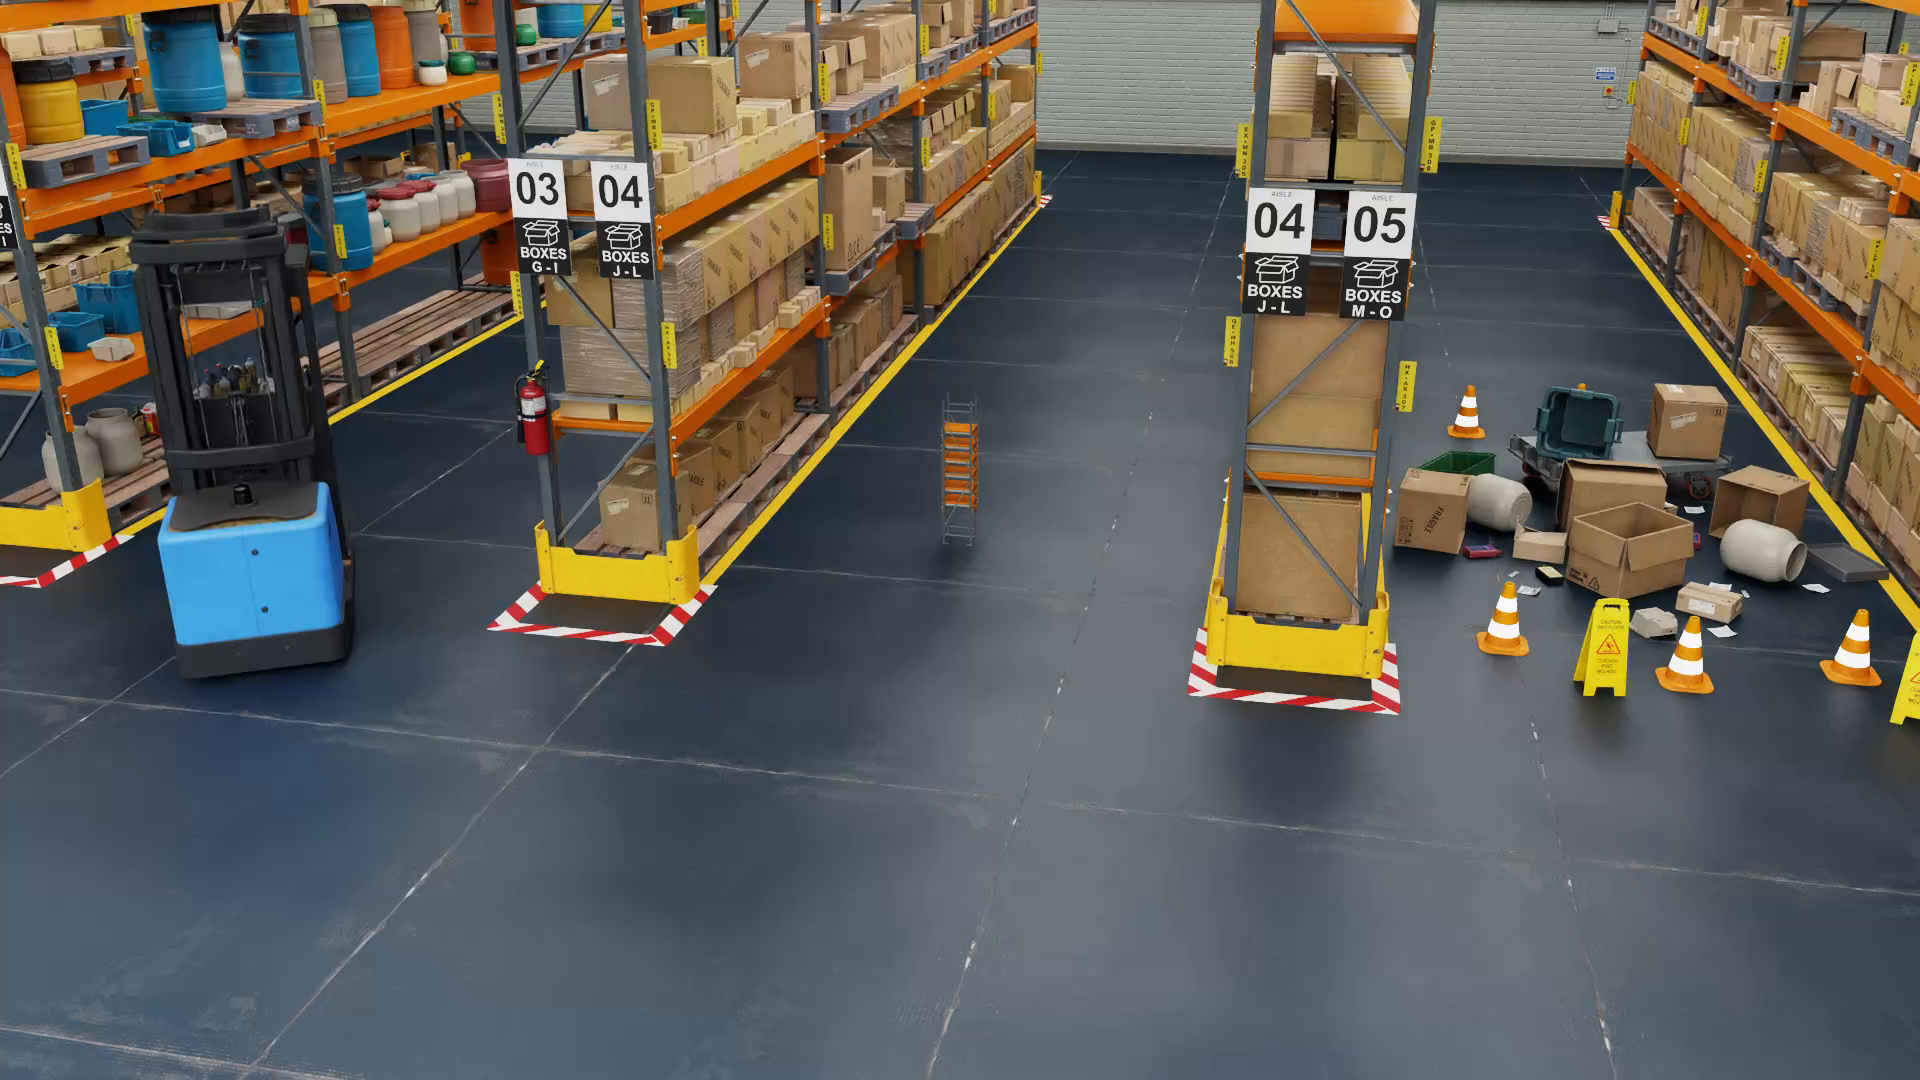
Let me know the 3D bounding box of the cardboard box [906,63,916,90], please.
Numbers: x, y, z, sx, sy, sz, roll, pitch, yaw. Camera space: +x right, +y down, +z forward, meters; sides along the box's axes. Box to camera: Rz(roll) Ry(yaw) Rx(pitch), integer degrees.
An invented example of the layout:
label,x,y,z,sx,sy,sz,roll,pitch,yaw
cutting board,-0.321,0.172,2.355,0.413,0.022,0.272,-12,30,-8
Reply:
label,x,y,z,sx,sy,sz,roll,pitch,yaw
cardboard box,-0.782,-5.047,18.086,0.500,0.250,0.500,5,22,11

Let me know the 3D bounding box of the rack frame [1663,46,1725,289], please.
label,x,y,z,sx,sy,sz,roll,pitch,yaw
rack frame,9.592,-4.625,20.853,1.000,3.000,0.127,4,22,11

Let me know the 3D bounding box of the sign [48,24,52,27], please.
label,x,y,z,sx,sy,sz,roll,pitch,yaw
sign,-11.153,-6.348,20.422,0.100,0.325,0.005,4,22,11

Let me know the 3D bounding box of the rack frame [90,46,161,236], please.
label,x,y,z,sx,sy,sz,roll,pitch,yaw
rack frame,-10.623,-4.674,20.975,1.000,3.000,0.127,4,22,11

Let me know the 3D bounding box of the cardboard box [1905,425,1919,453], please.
label,x,y,z,sx,sy,sz,roll,pitch,yaw
cardboard box,7.336,-0.744,12.463,0.380,0.149,0.250,6,23,14

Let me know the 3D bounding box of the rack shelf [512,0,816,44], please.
label,x,y,z,sx,sy,sz,roll,pitch,yaw
rack shelf,-2.150,-4.171,12.662,1.077,0.370,4.000,4,22,11

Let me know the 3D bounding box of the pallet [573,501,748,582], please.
label,x,y,z,sx,sy,sz,roll,pitch,yaw
pallet,-2.342,-0.021,13.153,1.003,0.211,1.213,4,22,11

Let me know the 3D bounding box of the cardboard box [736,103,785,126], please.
label,x,y,z,sx,sy,sz,roll,pitch,yaw
cardboard box,-1.667,-3.529,13.782,0.380,0.149,0.250,4,22,9

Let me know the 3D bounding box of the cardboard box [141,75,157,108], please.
label,x,y,z,sx,sy,sz,roll,pitch,yaw
cardboard box,-14.072,-7.661,27.990,0.980,0.700,0.700,4,22,10

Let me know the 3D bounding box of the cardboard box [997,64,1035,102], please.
label,x,y,z,sx,sy,sz,roll,pitch,yaw
cardboard box,0.865,-7.062,25.701,0.500,0.500,0.500,5,22,12

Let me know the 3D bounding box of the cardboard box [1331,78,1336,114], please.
label,x,y,z,sx,sy,sz,roll,pitch,yaw
cardboard box,3.081,-3.873,14.476,0.500,0.250,0.500,5,22,11

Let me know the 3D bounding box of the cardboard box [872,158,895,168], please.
label,x,y,z,sx,sy,sz,roll,pitch,yaw
cardboard box,-0.997,-3.958,18.501,0.500,0.500,0.500,2,22,4

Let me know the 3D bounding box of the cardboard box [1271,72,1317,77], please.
label,x,y,z,sx,sy,sz,roll,pitch,yaw
cardboard box,2.428,-3.353,12.252,0.380,0.149,0.250,4,22,11

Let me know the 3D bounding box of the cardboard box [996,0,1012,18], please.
label,x,y,z,sx,sy,sz,roll,pitch,yaw
cardboard box,0.351,-7.727,23.710,0.700,0.500,0.500,5,23,13

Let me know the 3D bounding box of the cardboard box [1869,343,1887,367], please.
label,x,y,z,sx,sy,sz,roll,pitch,yaw
cardboard box,7.581,-1.492,13.410,0.380,0.149,0.250,4,22,11

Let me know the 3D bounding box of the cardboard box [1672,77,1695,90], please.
label,x,y,z,sx,sy,sz,roll,pitch,yaw
cardboard box,9.666,-6.036,22.015,0.380,0.149,0.250,4,22,10

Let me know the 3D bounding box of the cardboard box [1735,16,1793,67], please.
label,x,y,z,sx,sy,sz,roll,pitch,yaw
cardboard box,8.852,-5.462,18.218,0.500,0.500,0.500,5,22,11

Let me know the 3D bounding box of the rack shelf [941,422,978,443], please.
label,x,y,z,sx,sy,sz,roll,pitch,yaw
rack shelf,-0.003,-0.844,13.029,0.258,0.103,0.180,4,22,11

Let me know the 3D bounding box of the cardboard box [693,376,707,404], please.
label,x,y,z,sx,sy,sz,roll,pitch,yaw
cardboard box,-2.131,-1.142,12.540,0.380,0.149,0.250,4,22,11

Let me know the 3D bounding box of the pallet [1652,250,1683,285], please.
label,x,y,z,sx,sy,sz,roll,pitch,yaw
pallet,9.824,-3.604,22.050,1.003,0.211,1.213,4,22,11

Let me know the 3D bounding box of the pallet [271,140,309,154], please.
label,x,y,z,sx,sy,sz,roll,pitch,yaw
pallet,-10.076,-5.764,23.938,1.003,0.211,1.213,4,22,11

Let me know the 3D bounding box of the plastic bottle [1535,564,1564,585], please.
label,x,y,z,sx,sy,sz,roll,pitch,yaw
plastic bottle,4.474,0.257,12.663,0.133,0.061,0.283,-3,22,-8

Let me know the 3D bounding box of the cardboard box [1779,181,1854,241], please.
label,x,y,z,sx,sy,sz,roll,pitch,yaw
cardboard box,8.358,-3.203,16.229,0.500,0.500,0.500,6,23,14

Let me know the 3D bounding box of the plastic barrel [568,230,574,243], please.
label,x,y,z,sx,sy,sz,roll,pitch,yaw
plastic barrel,-5.433,-4.143,22.423,0.421,0.512,0.421,0,22,0

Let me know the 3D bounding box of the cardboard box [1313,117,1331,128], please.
label,x,y,z,sx,sy,sz,roll,pitch,yaw
cardboard box,2.206,-2.661,11.068,0.500,0.250,0.500,5,22,11

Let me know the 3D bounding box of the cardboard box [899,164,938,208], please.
label,x,y,z,sx,sy,sz,roll,pitch,yaw
cardboard box,-0.560,-4.121,19.468,0.500,0.500,0.500,5,22,12

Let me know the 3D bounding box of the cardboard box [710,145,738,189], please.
label,x,y,z,sx,sy,sz,roll,pitch,yaw
cardboard box,-2.002,-2.840,12.607,0.500,0.250,0.500,4,22,11

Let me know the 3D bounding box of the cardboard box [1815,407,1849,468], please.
label,x,y,z,sx,sy,sz,roll,pitch,yaw
cardboard box,8.064,-0.867,14.478,0.950,0.372,0.625,5,22,12

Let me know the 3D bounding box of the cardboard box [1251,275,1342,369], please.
label,x,y,z,sx,sy,sz,roll,pitch,yaw
cardboard box,2.413,-1.488,11.418,0.875,0.550,0.550,4,22,11

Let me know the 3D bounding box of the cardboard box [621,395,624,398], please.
label,x,y,z,sx,sy,sz,roll,pitch,yaw
cardboard box,-2.650,-1.087,12.403,0.380,0.149,0.250,4,22,11

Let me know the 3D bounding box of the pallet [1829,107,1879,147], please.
label,x,y,z,sx,sy,sz,roll,pitch,yaw
pallet,8.399,-3.601,14.546,1.213,0.211,1.003,4,22,11

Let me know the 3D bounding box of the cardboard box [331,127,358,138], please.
label,x,y,z,sx,sy,sz,roll,pitch,yaw
cardboard box,-9.436,-6.349,25.000,0.500,0.500,0.500,5,22,12

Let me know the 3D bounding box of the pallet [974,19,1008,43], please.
label,x,y,z,sx,sy,sz,roll,pitch,yaw
pallet,0.068,-7.029,22.926,1.003,0.211,1.213,4,22,11

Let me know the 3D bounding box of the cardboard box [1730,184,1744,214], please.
label,x,y,z,sx,sy,sz,roll,pitch,yaw
cardboard box,8.727,-3.709,18.109,0.500,0.250,0.500,4,22,10

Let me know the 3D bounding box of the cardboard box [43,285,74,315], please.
label,x,y,z,sx,sy,sz,roll,pitch,yaw
cardboard box,-10.801,-2.822,19.494,0.500,0.250,0.500,5,22,12

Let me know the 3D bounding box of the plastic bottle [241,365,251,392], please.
label,x,y,z,sx,sy,sz,roll,pitch,yaw
plastic bottle,-7.019,-1.565,16.302,0.061,0.283,0.133,4,22,11

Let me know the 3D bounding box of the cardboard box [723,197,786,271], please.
label,x,y,z,sx,sy,sz,roll,pitch,yaw
cardboard box,-1.768,-2.552,13.834,0.500,0.500,0.500,4,22,11

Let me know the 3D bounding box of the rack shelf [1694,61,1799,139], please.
label,x,y,z,sx,sy,sz,roll,pitch,yaw
rack shelf,9.184,-4.951,18.611,1.077,0.370,4.000,4,22,11

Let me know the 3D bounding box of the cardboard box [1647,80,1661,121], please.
label,x,y,z,sx,sy,sz,roll,pitch,yaw
cardboard box,9.836,-6.066,22.958,0.500,0.500,0.500,4,22,11

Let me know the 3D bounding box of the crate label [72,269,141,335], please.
label,x,y,z,sx,sy,sz,roll,pitch,yaw
crate label,-7.296,-2.080,14.485,0.502,0.435,0.616,4,22,11

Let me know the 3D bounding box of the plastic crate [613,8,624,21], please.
label,x,y,z,sx,sy,sz,roll,pitch,yaw
plastic crate,-4.896,-7.770,24.806,0.437,0.282,0.530,4,22,11

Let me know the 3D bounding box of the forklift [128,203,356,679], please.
label,x,y,z,sx,sy,sz,roll,pitch,yaw
forklift,-5.091,-0.967,11.863,1.130,2.935,3.031,-7,23,-17

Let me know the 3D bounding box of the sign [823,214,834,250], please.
label,x,y,z,sx,sy,sz,roll,pitch,yaw
sign,-1.209,-2.818,15.207,0.100,0.325,0.005,4,22,11

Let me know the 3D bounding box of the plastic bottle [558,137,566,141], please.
label,x,y,z,sx,sy,sz,roll,pitch,yaw
plastic bottle,-5.500,-5.427,23.009,0.152,0.276,0.135,4,22,11

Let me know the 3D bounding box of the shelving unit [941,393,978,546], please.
label,x,y,z,sx,sy,sz,roll,pitch,yaw
shelving unit,-0.003,-0.551,13.147,0.258,1.200,0.189,4,22,11

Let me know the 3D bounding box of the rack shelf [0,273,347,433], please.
label,x,y,z,sx,sy,sz,roll,pitch,yaw
rack shelf,-6.999,-1.767,14.720,1.077,0.370,4.000,4,22,11

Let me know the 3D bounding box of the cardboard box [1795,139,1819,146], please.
label,x,y,z,sx,sy,sz,roll,pitch,yaw
cardboard box,9.208,-4.016,17.869,0.500,0.500,0.500,5,22,11

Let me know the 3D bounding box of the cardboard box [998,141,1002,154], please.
label,x,y,z,sx,sy,sz,roll,pitch,yaw
cardboard box,0.383,-5.539,23.459,0.380,0.149,0.250,5,23,13

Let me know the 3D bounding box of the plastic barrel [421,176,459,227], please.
label,x,y,z,sx,sy,sz,roll,pitch,yaw
plastic barrel,-5.861,-3.801,18.656,0.421,0.512,0.421,0,22,0

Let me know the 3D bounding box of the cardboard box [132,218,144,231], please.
label,x,y,z,sx,sy,sz,roll,pitch,yaw
cardboard box,-10.662,-4.079,22.253,0.500,0.500,0.500,5,23,13

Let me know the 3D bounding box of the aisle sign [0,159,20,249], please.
label,x,y,z,sx,sy,sz,roll,pitch,yaw
aisle sign,-7.135,-2.527,12.163,0.394,0.787,0.004,4,22,11

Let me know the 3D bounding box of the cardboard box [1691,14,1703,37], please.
label,x,y,z,sx,sy,sz,roll,pitch,yaw
cardboard box,9.409,-6.453,20.861,0.396,0.266,0.258,5,23,13

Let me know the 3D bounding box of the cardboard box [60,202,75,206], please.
label,x,y,z,sx,sy,sz,roll,pitch,yaw
cardboard box,-10.828,-4.087,19.853,0.380,0.149,0.250,6,23,15

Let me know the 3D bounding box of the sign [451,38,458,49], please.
label,x,y,z,sx,sy,sz,roll,pitch,yaw
sign,-8.451,-8.234,27.841,0.100,0.325,0.005,4,22,11

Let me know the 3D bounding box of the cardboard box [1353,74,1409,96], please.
label,x,y,z,sx,sy,sz,roll,pitch,yaw
cardboard box,3.072,-3.306,12.136,0.380,0.149,0.250,4,22,10

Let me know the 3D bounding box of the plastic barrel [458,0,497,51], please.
label,x,y,z,sx,sy,sz,roll,pitch,yaw
plastic barrel,-5.656,-6.288,19.830,0.600,0.830,0.708,4,22,11

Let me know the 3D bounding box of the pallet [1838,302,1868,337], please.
label,x,y,z,sx,sy,sz,roll,pitch,yaw
pallet,8.258,-1.879,14.291,1.003,0.211,1.213,4,22,11
